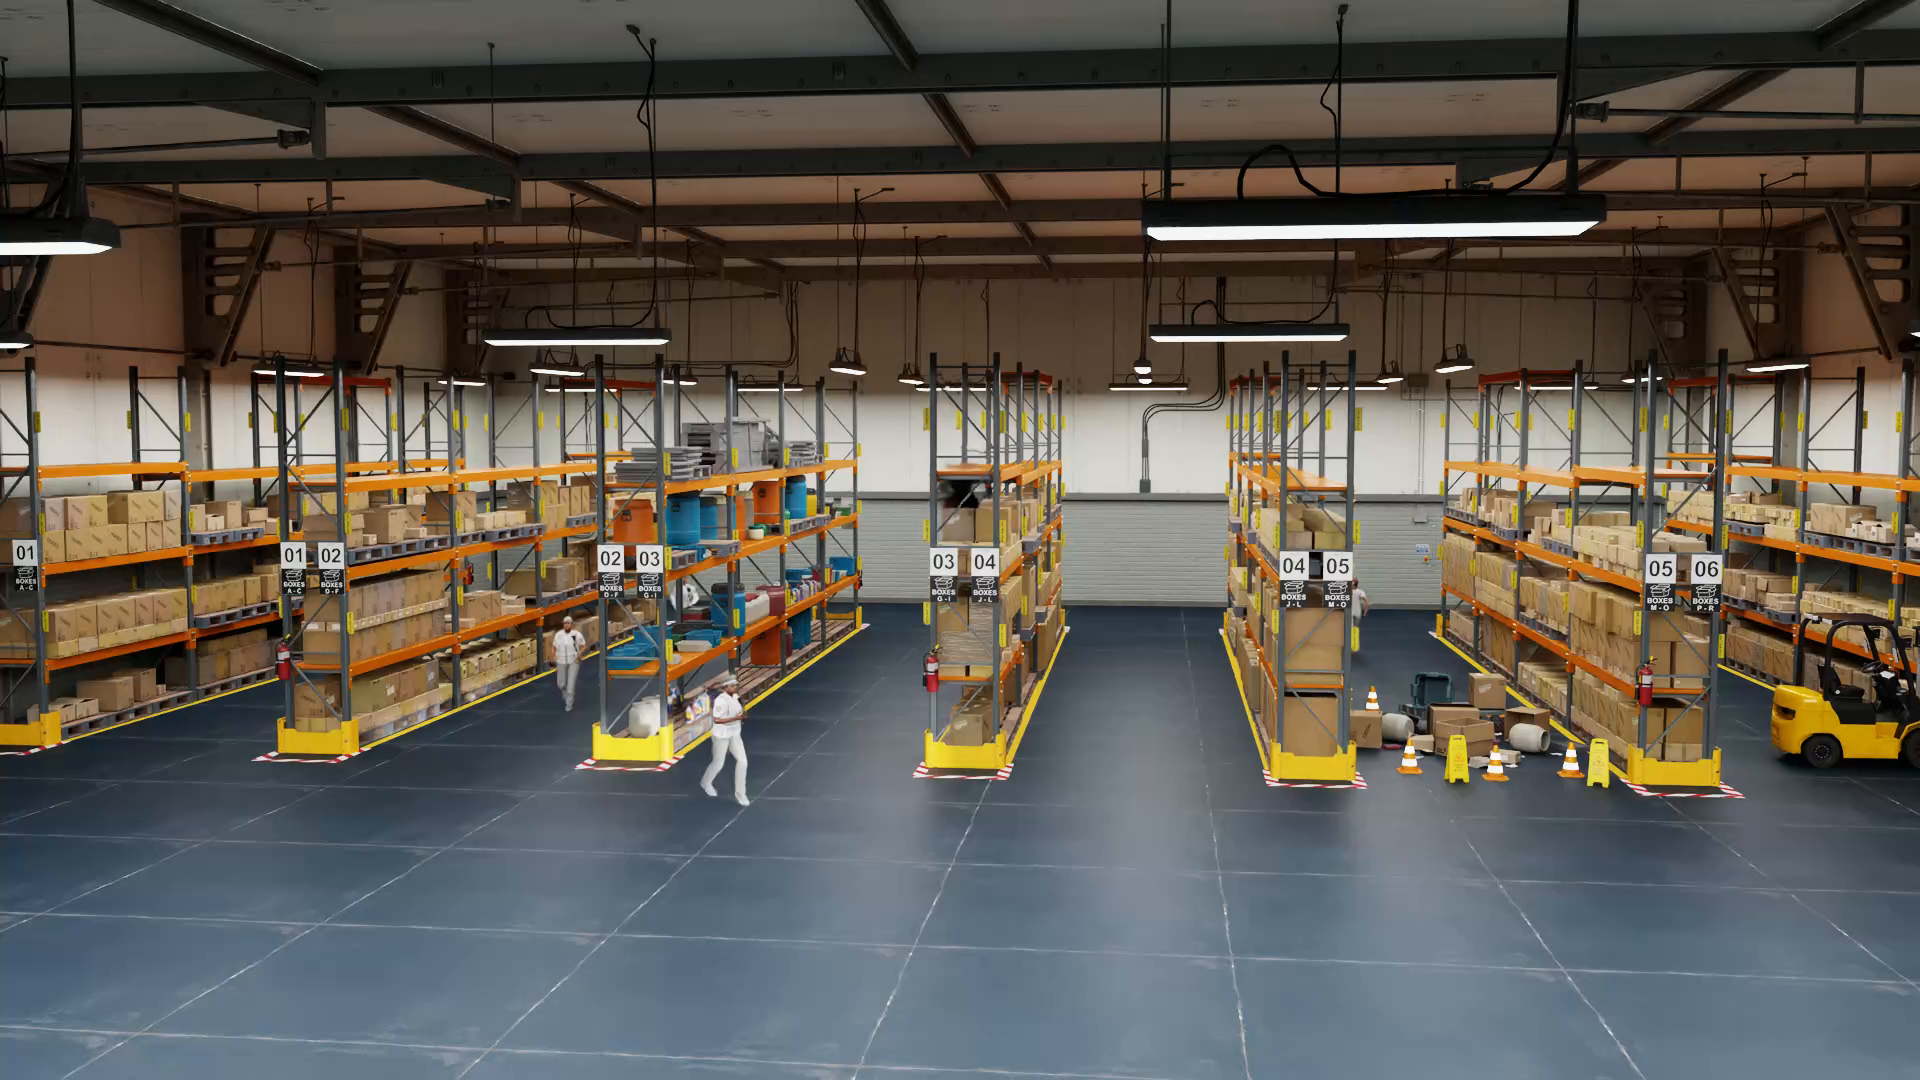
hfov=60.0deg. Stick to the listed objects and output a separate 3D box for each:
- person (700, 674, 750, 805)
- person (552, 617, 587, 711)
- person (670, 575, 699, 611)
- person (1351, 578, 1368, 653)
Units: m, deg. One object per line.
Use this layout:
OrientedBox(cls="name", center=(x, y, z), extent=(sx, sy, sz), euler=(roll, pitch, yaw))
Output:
OrientedBox(cls="person", center=(-3.111, 2.627, 21.913), extent=(0.845, 1.767, 0.562), euler=(3, 5, 39))
OrientedBox(cls="person", center=(-6.847, 2.153, 29.129), extent=(0.614, 1.617, 0.575), euler=(0, 4, -3))
OrientedBox(cls="person", center=(-6.165, 1.553, 37.167), extent=(0.641, 1.681, 0.668), euler=(0, 4, -4))
OrientedBox(cls="person", center=(8.448, 1.651, 35.701), extent=(0.587, 1.658, 1.008), euler=(0, 4, 5))
